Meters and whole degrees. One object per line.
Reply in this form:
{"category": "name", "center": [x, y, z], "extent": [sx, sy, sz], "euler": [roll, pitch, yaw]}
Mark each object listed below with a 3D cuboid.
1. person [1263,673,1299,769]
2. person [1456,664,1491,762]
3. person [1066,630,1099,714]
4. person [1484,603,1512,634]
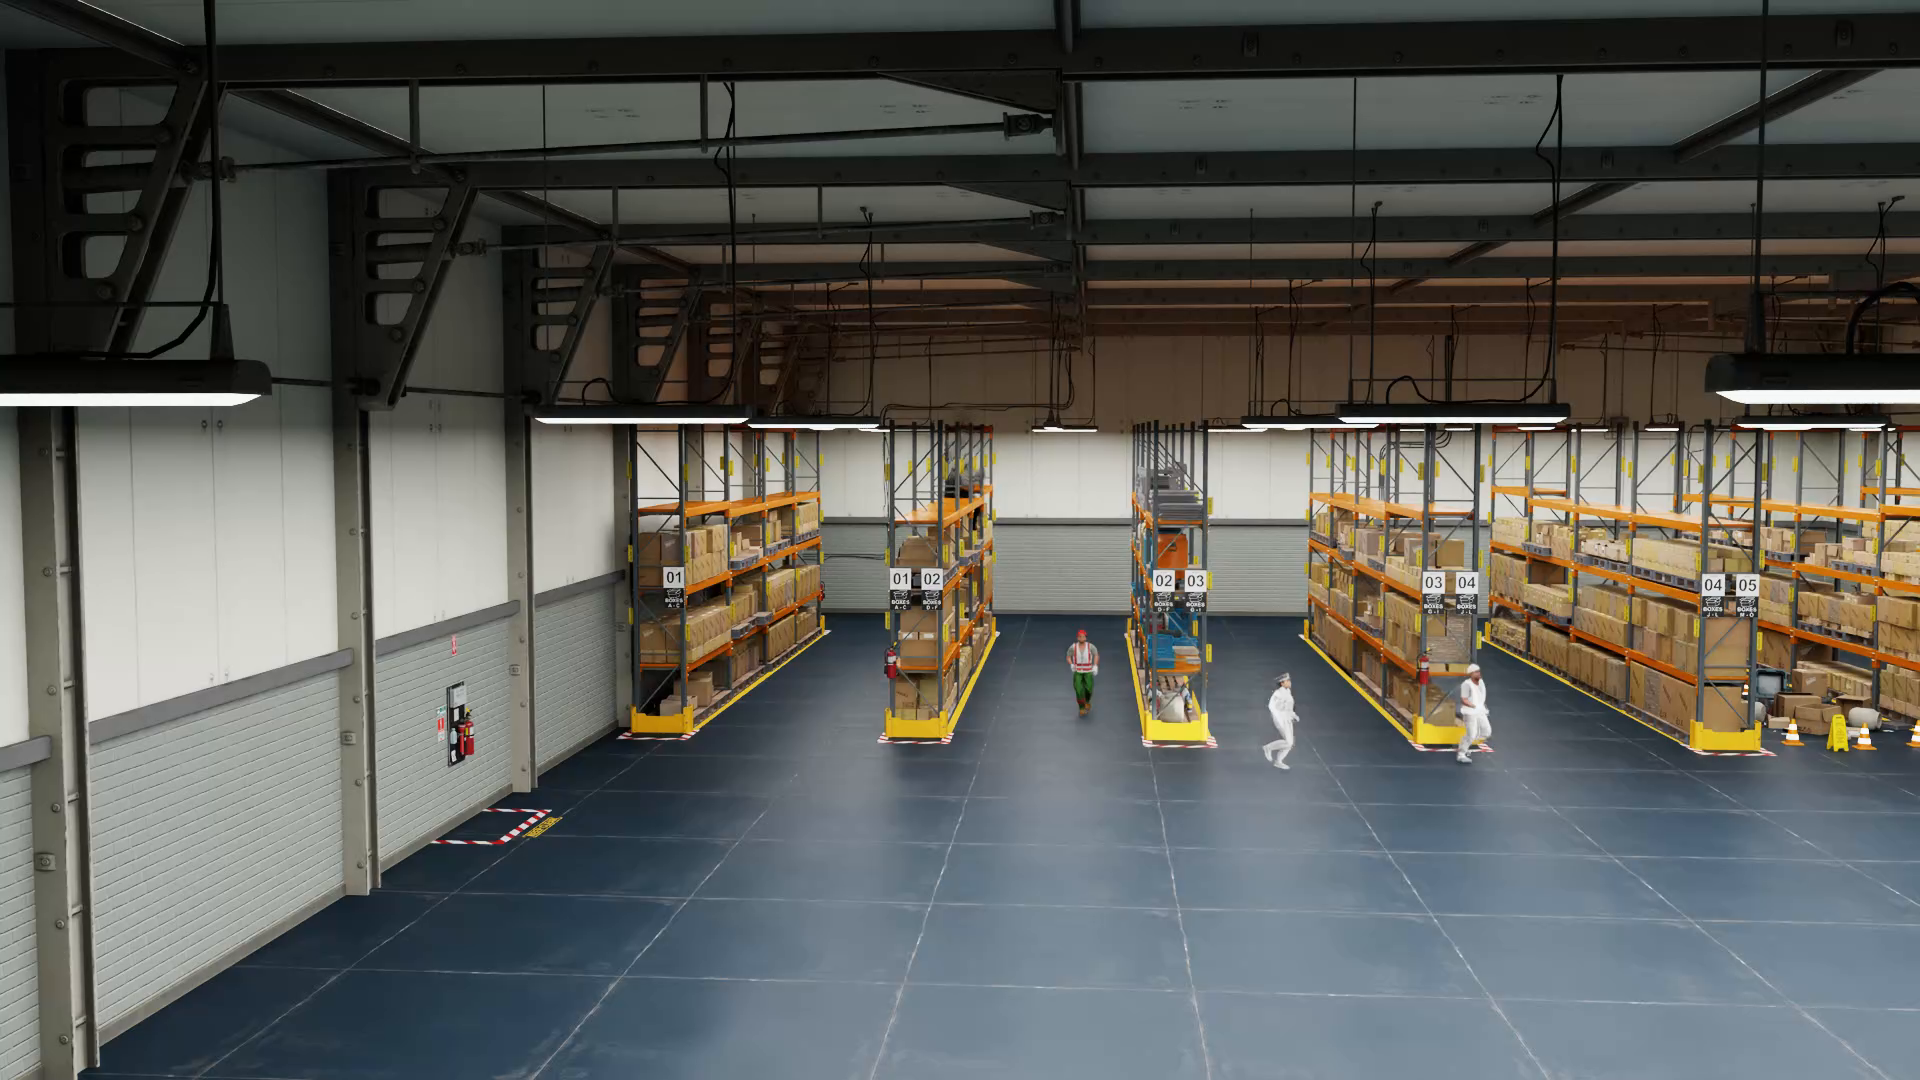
{"category": "person", "center": [5.539, 3.105, 28.592], "extent": [0.543, 1.653, 0.629], "euler": [3, 4, 36]}
{"category": "person", "center": [8.987, 3.020, 28.957], "extent": [0.695, 1.729, 0.656], "euler": [-3, 5, -37]}
{"category": "person", "center": [2.496, 2.698, 33.898], "extent": [0.655, 1.738, 0.581], "euler": [0, 4, 4]}
{"category": "person", "center": [15.561, 1.871, 47.532], "extent": [0.957, 1.705, 0.663], "euler": [0, 4, -5]}
